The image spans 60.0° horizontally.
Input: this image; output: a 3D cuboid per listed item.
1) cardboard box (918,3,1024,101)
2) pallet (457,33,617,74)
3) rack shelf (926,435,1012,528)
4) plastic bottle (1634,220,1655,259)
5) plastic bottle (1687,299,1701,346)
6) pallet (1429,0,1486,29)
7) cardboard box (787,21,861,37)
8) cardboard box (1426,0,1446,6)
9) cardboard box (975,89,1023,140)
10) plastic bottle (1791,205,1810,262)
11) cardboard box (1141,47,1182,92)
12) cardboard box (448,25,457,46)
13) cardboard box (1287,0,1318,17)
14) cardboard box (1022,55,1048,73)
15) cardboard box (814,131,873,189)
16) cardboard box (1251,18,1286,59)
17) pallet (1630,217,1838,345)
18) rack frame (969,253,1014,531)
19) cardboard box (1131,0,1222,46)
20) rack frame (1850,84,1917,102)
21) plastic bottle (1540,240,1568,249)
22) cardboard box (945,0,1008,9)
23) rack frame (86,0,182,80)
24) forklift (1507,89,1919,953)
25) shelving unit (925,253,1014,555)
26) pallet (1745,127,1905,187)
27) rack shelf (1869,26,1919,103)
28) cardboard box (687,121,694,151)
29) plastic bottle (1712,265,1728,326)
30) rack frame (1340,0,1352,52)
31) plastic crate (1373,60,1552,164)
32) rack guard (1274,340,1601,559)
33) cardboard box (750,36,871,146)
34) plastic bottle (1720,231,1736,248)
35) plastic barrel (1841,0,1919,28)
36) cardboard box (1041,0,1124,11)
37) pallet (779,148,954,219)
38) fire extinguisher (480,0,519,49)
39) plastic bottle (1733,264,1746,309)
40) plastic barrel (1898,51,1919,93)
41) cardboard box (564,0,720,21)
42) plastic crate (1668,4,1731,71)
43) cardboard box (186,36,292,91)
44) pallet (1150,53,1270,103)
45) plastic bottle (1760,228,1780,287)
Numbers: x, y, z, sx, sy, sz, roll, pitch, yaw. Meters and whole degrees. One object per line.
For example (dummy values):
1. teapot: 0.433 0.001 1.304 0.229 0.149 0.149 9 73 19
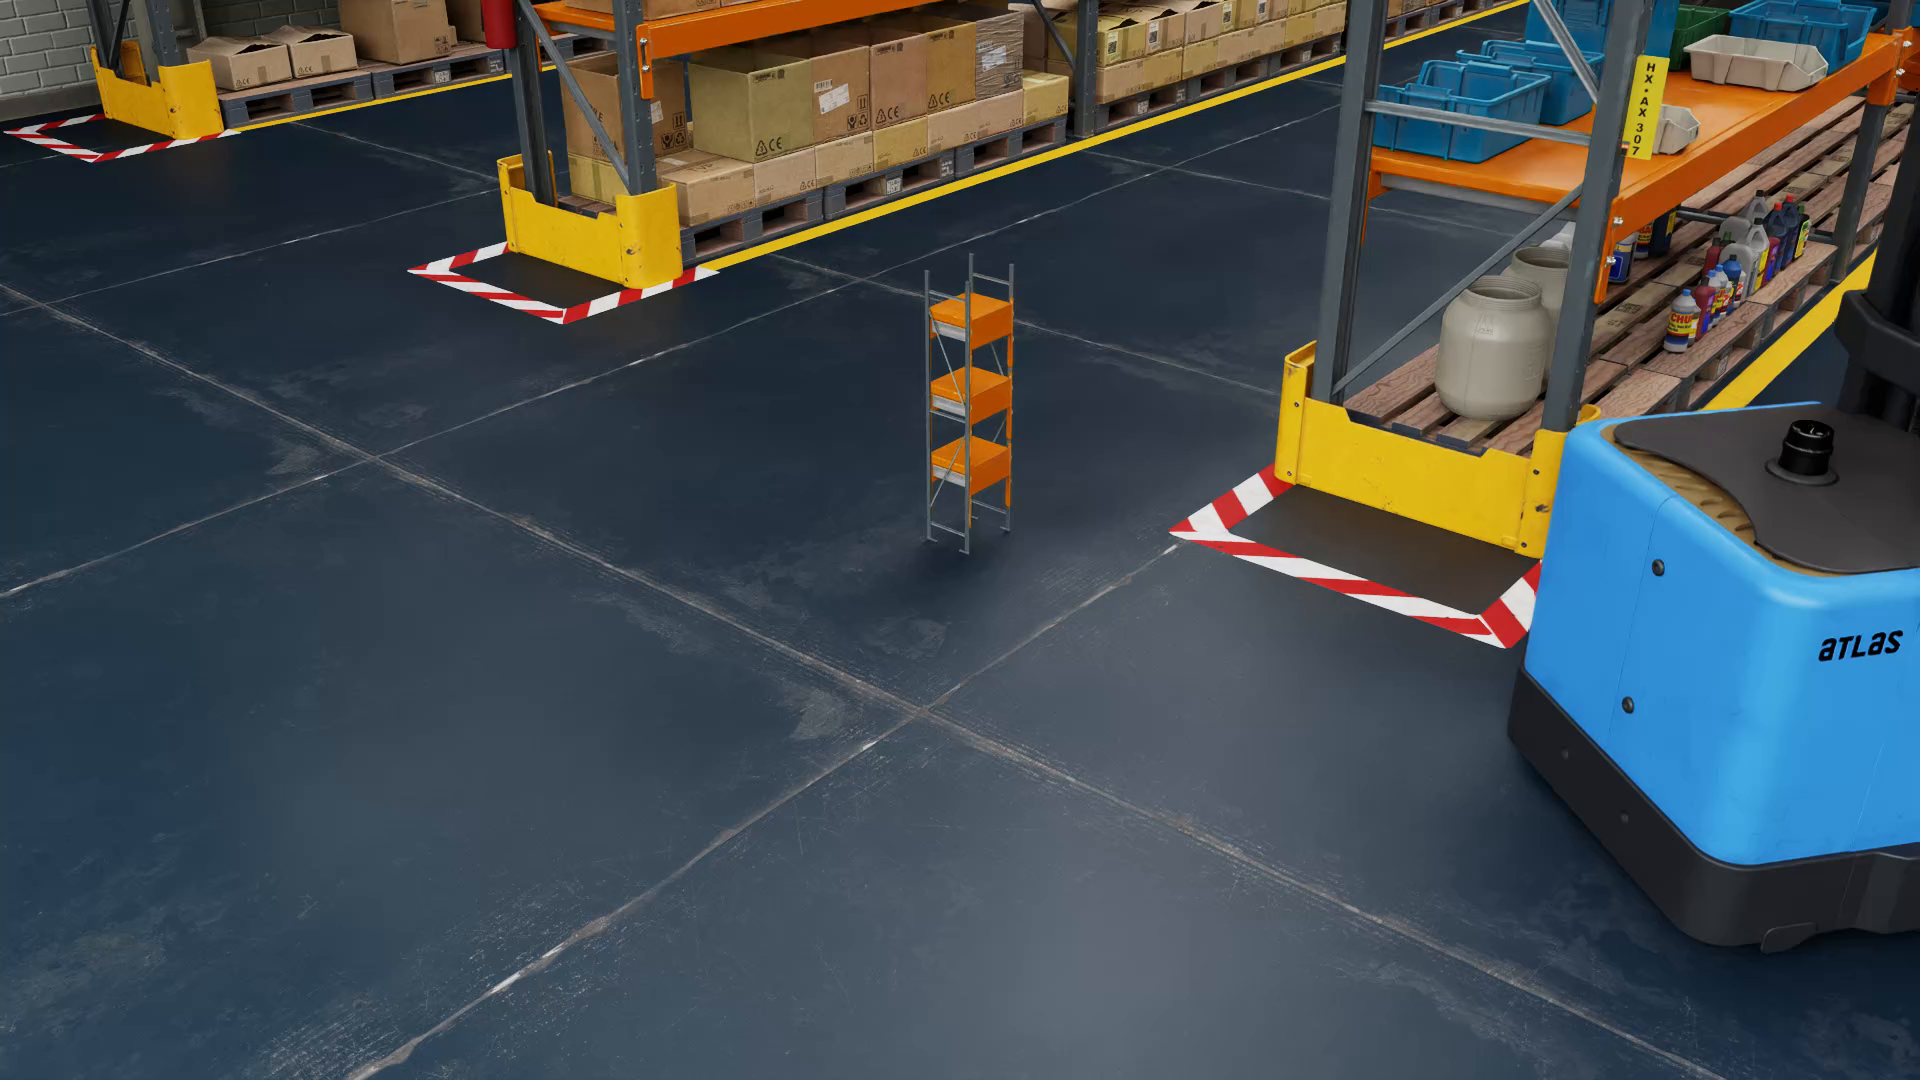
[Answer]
1. cardboard box: 0.070 -3.205 10.900 0.500 0.500 0.500 21 34 34
2. pallet: -3.702 -4.268 14.271 1.003 0.211 1.213 21 34 34
3. rack shelf: 0.034 -0.229 6.178 0.215 0.259 0.240 21 34 34
4. plastic bottle: 3.510 -1.592 8.553 0.097 0.271 0.097 0 27 0
5. plastic bottle: 3.258 -0.982 7.451 0.097 0.201 0.097 0 27 0
6. pallet: 4.348 -5.173 16.019 1.003 0.211 1.213 21 34 34
7. cardboard box: -0.966 -3.002 10.507 0.500 0.500 0.500 21 34 34
8. cardboard box: 4.229 -5.253 15.382 0.500 0.500 0.500 20 34 34
9. cardboard box: 0.071 -2.871 11.071 0.500 0.250 0.500 21 34 34
10. plastic bottle: 4.291 -1.582 8.520 0.061 0.283 0.133 23 35 37
11. cardboard box: 1.297 -3.525 12.335 0.500 0.250 0.500 22 34 36
12. cardboard box: -4.334 -4.123 13.579 0.380 0.149 0.250 18 32 30
13. cardboard box: 2.599 -4.497 13.604 0.500 0.311 0.500 20 34 34
14. cardboard box: 0.563 -3.506 12.297 0.500 0.250 0.500 20 34 34
15. cardboard box: -0.875 -2.336 10.037 0.500 0.250 0.500 21 34 34
16. cardboard box: 2.274 -4.073 13.394 0.500 0.250 0.500 22 34 36
17. pallet: 3.884 -1.395 8.717 1.003 0.211 1.213 21 34 34
18. rack frame: 0.112 -0.529 6.129 0.200 1.050 0.008 21 34 34
19. cardboard box: 1.629 -3.956 12.559 0.500 0.311 0.500 19 33 33
20. rack frame: 6.887 -4.278 11.255 1.000 3.000 0.127 21 34 34
21. plastic bottle: 2.810 -1.288 7.960 0.152 0.276 0.135 21 34 35
22. cardboard box: -0.013 -3.534 11.536 0.500 0.500 0.500 21 34 34
23. rack frame: -5.846 -4.337 11.369 1.000 3.000 0.127 21 34 34
24. forklift: 3.204 -0.595 4.210 3.031 2.935 1.130 -5 28 -10
25. shelving unit: 0.034 -0.485 6.045 0.215 1.050 0.252 21 34 34
26. pallet: 5.588 -2.345 10.554 1.003 0.211 1.213 21 34 34
27. rack shelf: 5.615 -3.249 10.049 1.077 0.370 4.000 21 34 34
28. cardboard box: -1.599 -2.313 9.992 0.500 0.250 0.500 21 34 34
29. plastic bottle: 3.474 -1.134 7.668 0.097 0.271 0.097 0 27 0
30. rack frame: 3.067 -5.727 14.056 1.000 3.000 0.127 21 34 34
31. plastic crate: 1.886 -1.640 6.318 0.499 0.251 0.616 21 34 34
32. rack guard: 1.811 -0.372 6.425 1.175 0.500 0.348 21 34 34
33. cardboard box: -0.884 -2.673 9.871 0.500 0.500 0.500 21 34 34
34. plastic bottle: 3.733 -1.374 8.119 0.061 0.283 0.133 21 34 34
35. plastic barrel: 4.822 -3.131 8.492 0.600 0.901 0.708 21 34 34
36. cardboard box: 0.886 -3.937 12.520 0.500 0.311 0.500 22 34 36
37. pallet: -0.791 -2.366 10.594 1.003 0.211 1.213 21 34 34
38. fire extinguisher: -2.455 -2.950 8.772 0.296 0.674 0.183 21 34 34
39. plastic bottle: 3.668 -1.211 7.892 0.097 0.201 0.097 0 27 0
40. plastic barrel: 7.185 -3.679 12.002 0.600 0.830 0.708 21 34 34
41. cardboard box: -1.714 -3.097 8.862 0.700 0.500 0.500 21 34 34
42. plastic crate: 3.262 -2.367 7.791 0.450 0.188 0.662 21 34 34
43. cardboard box: -5.336 -3.557 12.309 0.500 0.311 0.500 17 32 29
44. pallet: 1.737 -3.777 13.322 1.003 0.211 1.213 21 34 34
45. plastic bottle: 3.962 -1.398 8.165 0.061 0.283 0.133 23 35 38
